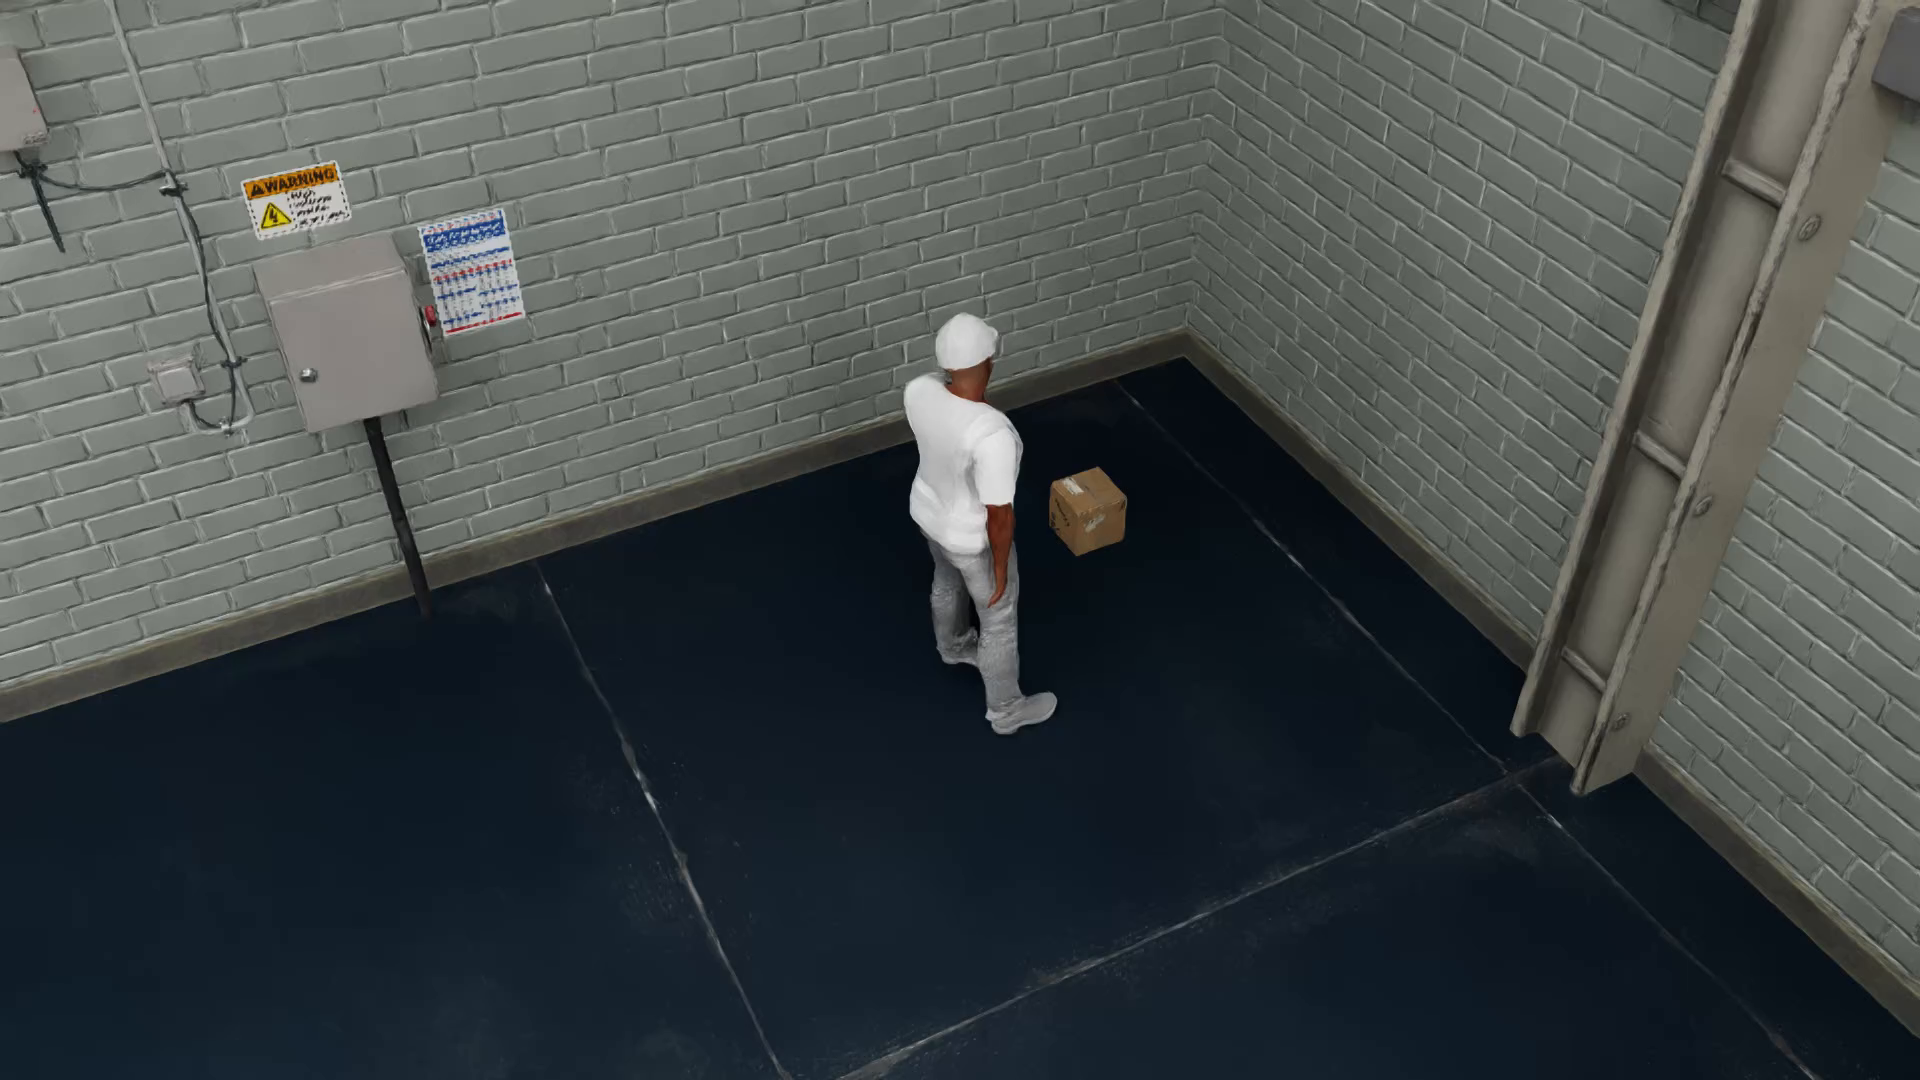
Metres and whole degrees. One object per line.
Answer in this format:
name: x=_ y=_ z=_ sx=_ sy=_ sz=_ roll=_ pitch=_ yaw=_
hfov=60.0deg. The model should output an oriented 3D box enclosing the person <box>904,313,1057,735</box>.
person: x=0.095 y=-0.078 z=6.224 sx=0.474 sy=1.765 sz=0.639 roll=-25 pitch=47 yaw=-26
